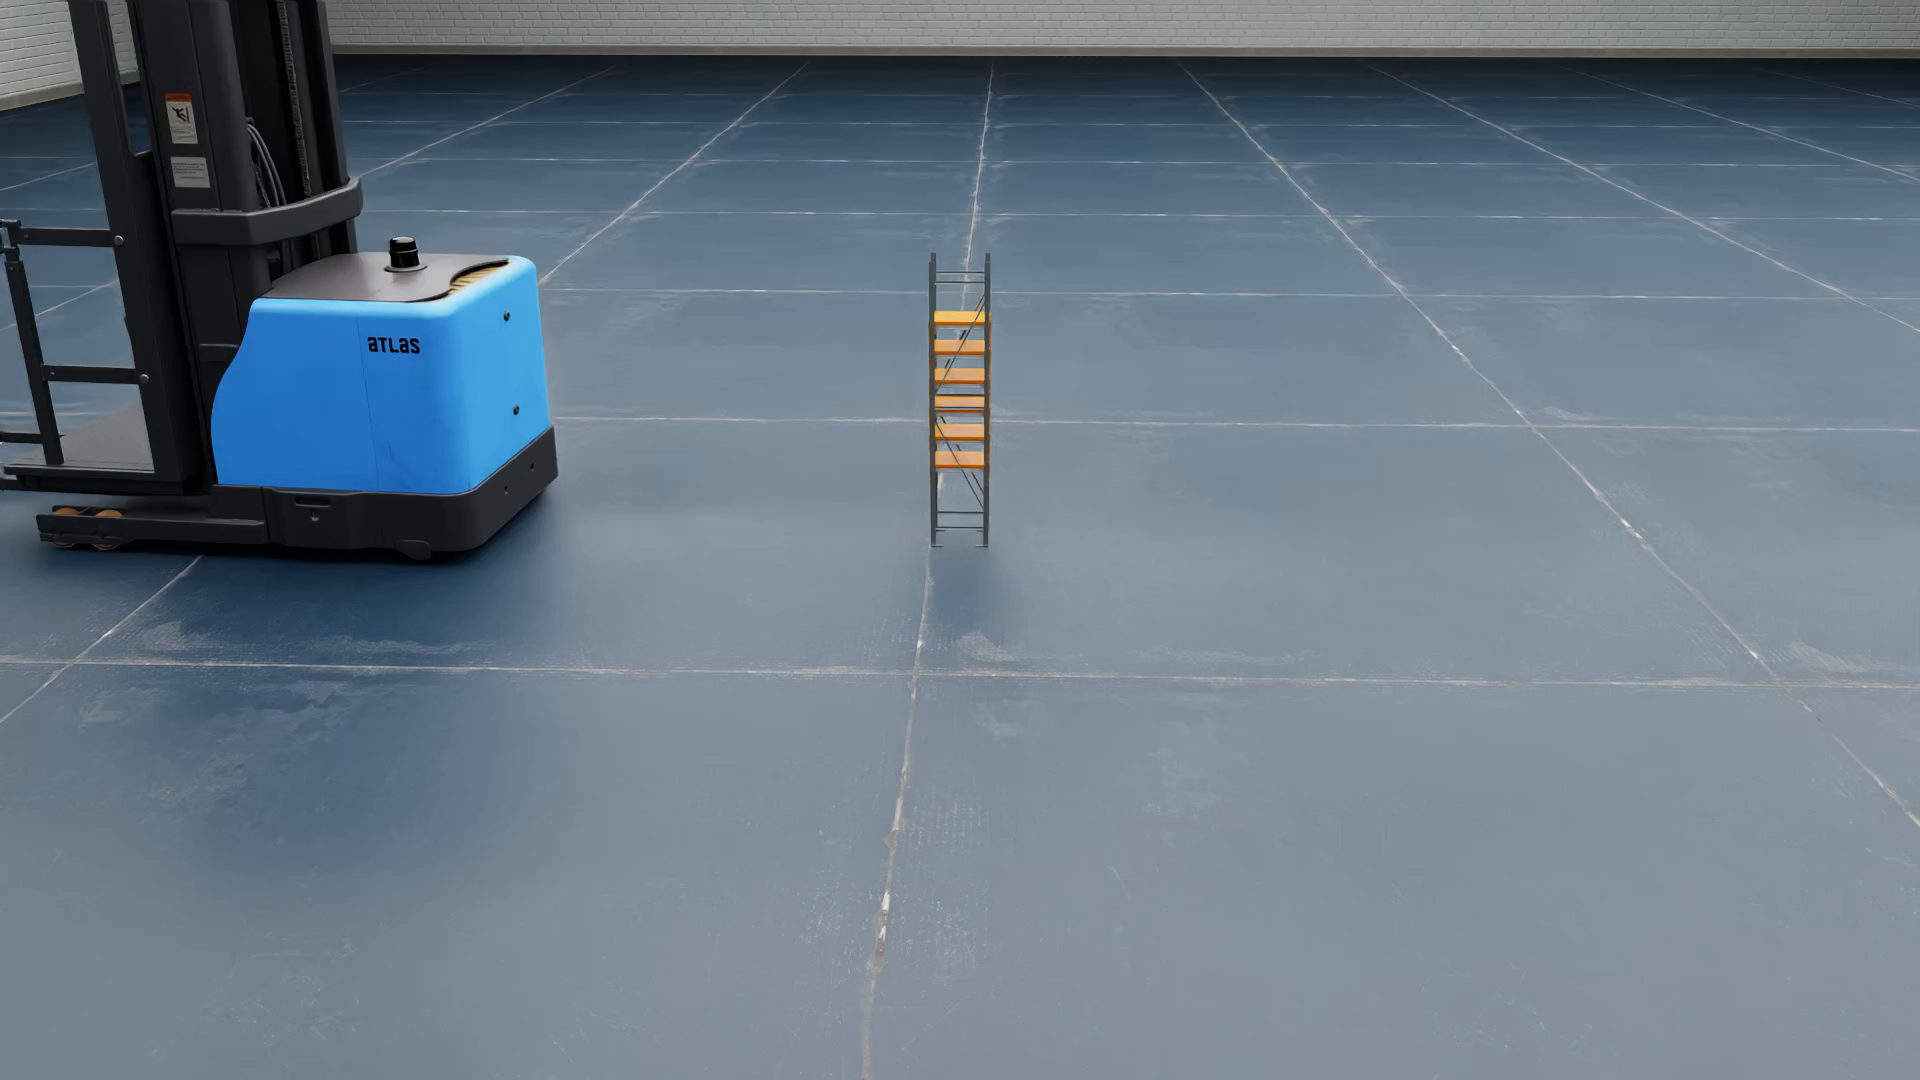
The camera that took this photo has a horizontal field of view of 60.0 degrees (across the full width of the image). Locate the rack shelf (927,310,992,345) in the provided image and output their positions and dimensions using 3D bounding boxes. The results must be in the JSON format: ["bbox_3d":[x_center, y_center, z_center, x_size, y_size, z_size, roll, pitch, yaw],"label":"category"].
[{"bbox_3d":[0.000,-0.859,6.711,0.258,0.103,0.180,1,21,2],"label":"rack shelf"}]

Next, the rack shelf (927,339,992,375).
[{"bbox_3d":[0.000,-0.747,6.755,0.258,0.103,0.180,1,21,2],"label":"rack shelf"}]

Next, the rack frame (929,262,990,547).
[{"bbox_3d":[-0.002,-0.532,6.740,0.240,1.200,0.006,1,21,2],"label":"rack frame"}]

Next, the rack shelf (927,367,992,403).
[{"bbox_3d":[0.000,-0.635,6.798,0.258,0.103,0.180,1,21,2],"label":"rack shelf"}]

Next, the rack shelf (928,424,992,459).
[{"bbox_3d":[0.000,-0.411,6.885,0.258,0.103,0.180,1,21,2],"label":"rack shelf"}]

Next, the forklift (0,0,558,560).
[{"bbox_3d":[-3.391,-1.508,6.863,3.031,2.935,1.130,3,21,7],"label":"forklift"}]

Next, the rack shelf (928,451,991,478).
[{"bbox_3d":[0.000,-0.299,6.928,0.258,0.103,0.180,1,21,2],"label":"rack shelf"}]

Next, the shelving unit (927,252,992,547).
[{"bbox_3d":[0.000,-0.565,6.825,0.258,1.200,0.189,1,21,2],"label":"shelving unit"}]

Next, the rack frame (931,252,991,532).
[{"bbox_3d":[0.003,-0.598,6.911,0.240,1.200,0.006,1,21,2],"label":"rack frame"}]

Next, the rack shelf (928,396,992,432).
[{"bbox_3d":[0.000,-0.523,6.841,0.258,0.103,0.180,1,21,2],"label":"rack shelf"}]
